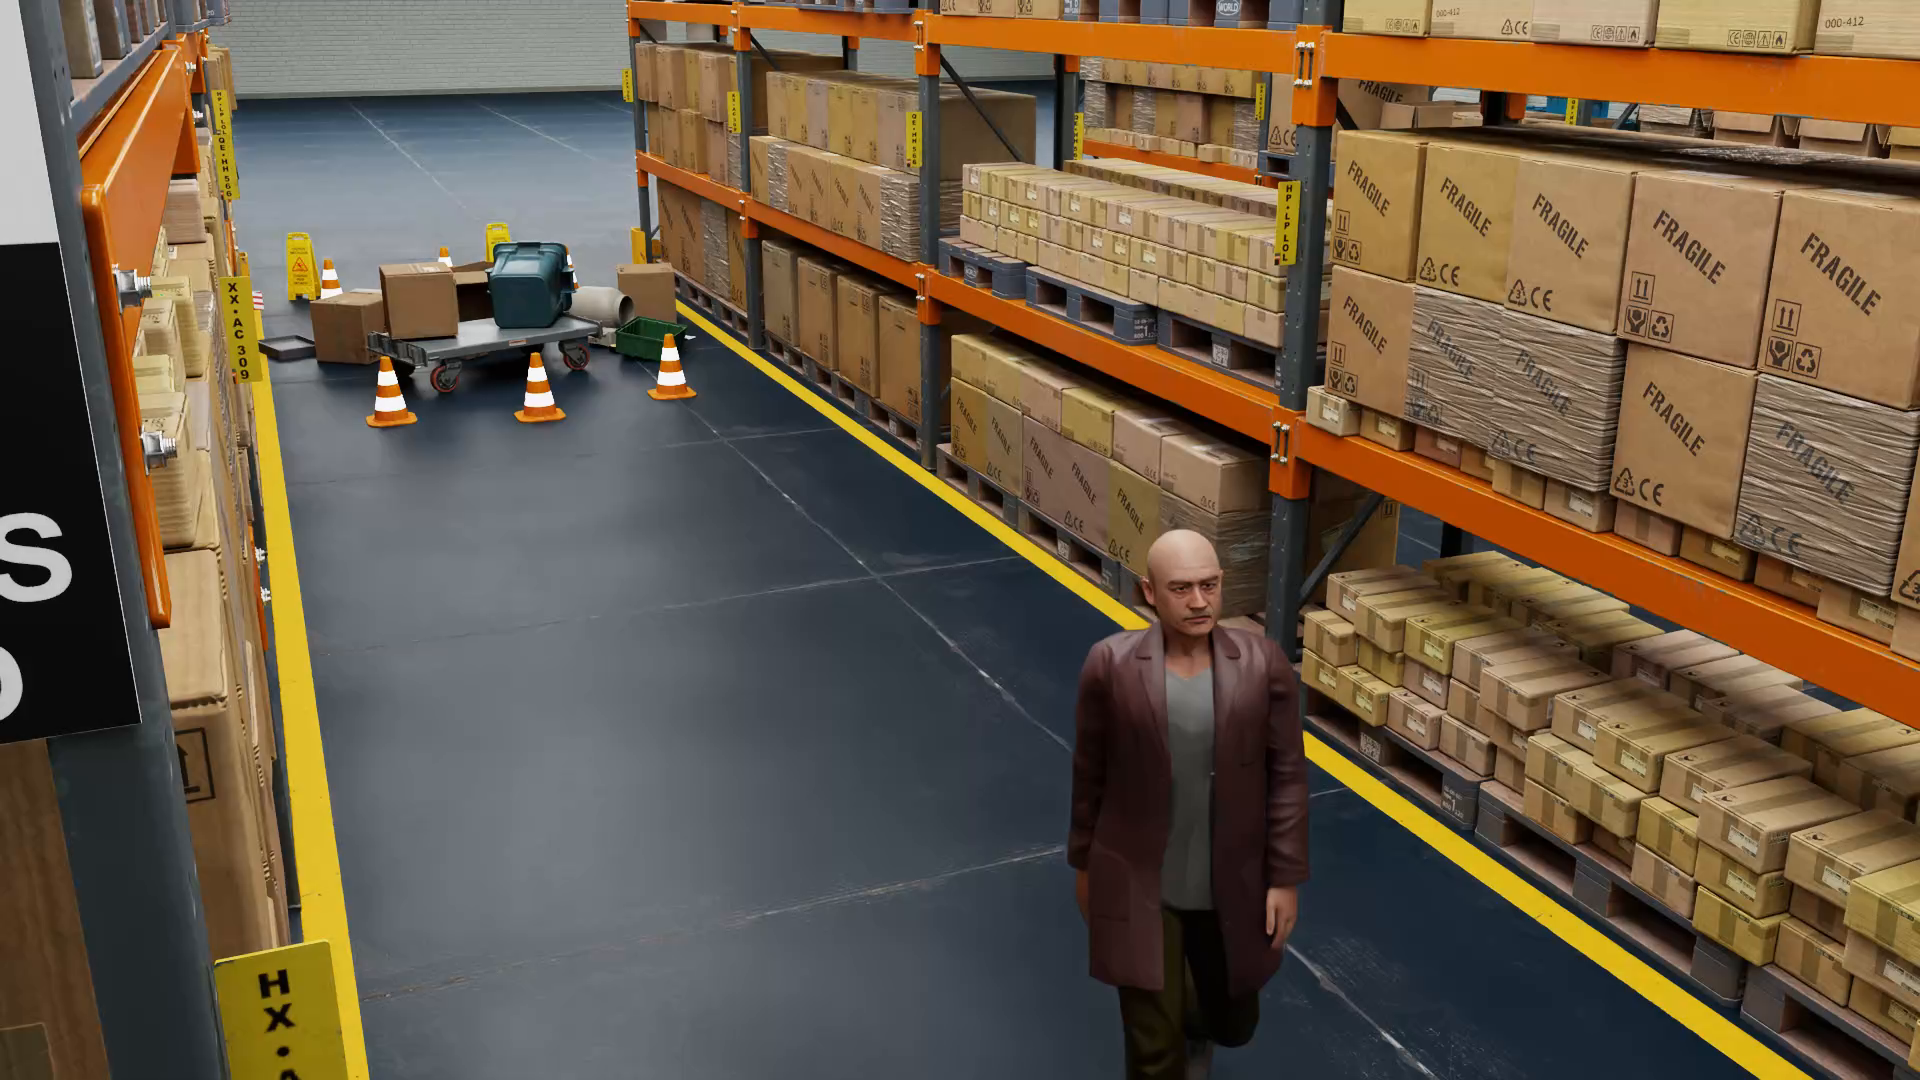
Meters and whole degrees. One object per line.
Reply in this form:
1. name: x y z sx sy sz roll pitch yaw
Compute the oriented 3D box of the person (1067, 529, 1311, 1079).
1. person: 0.563 0.811 4.141 0.586 1.744 0.900 0 19 0
